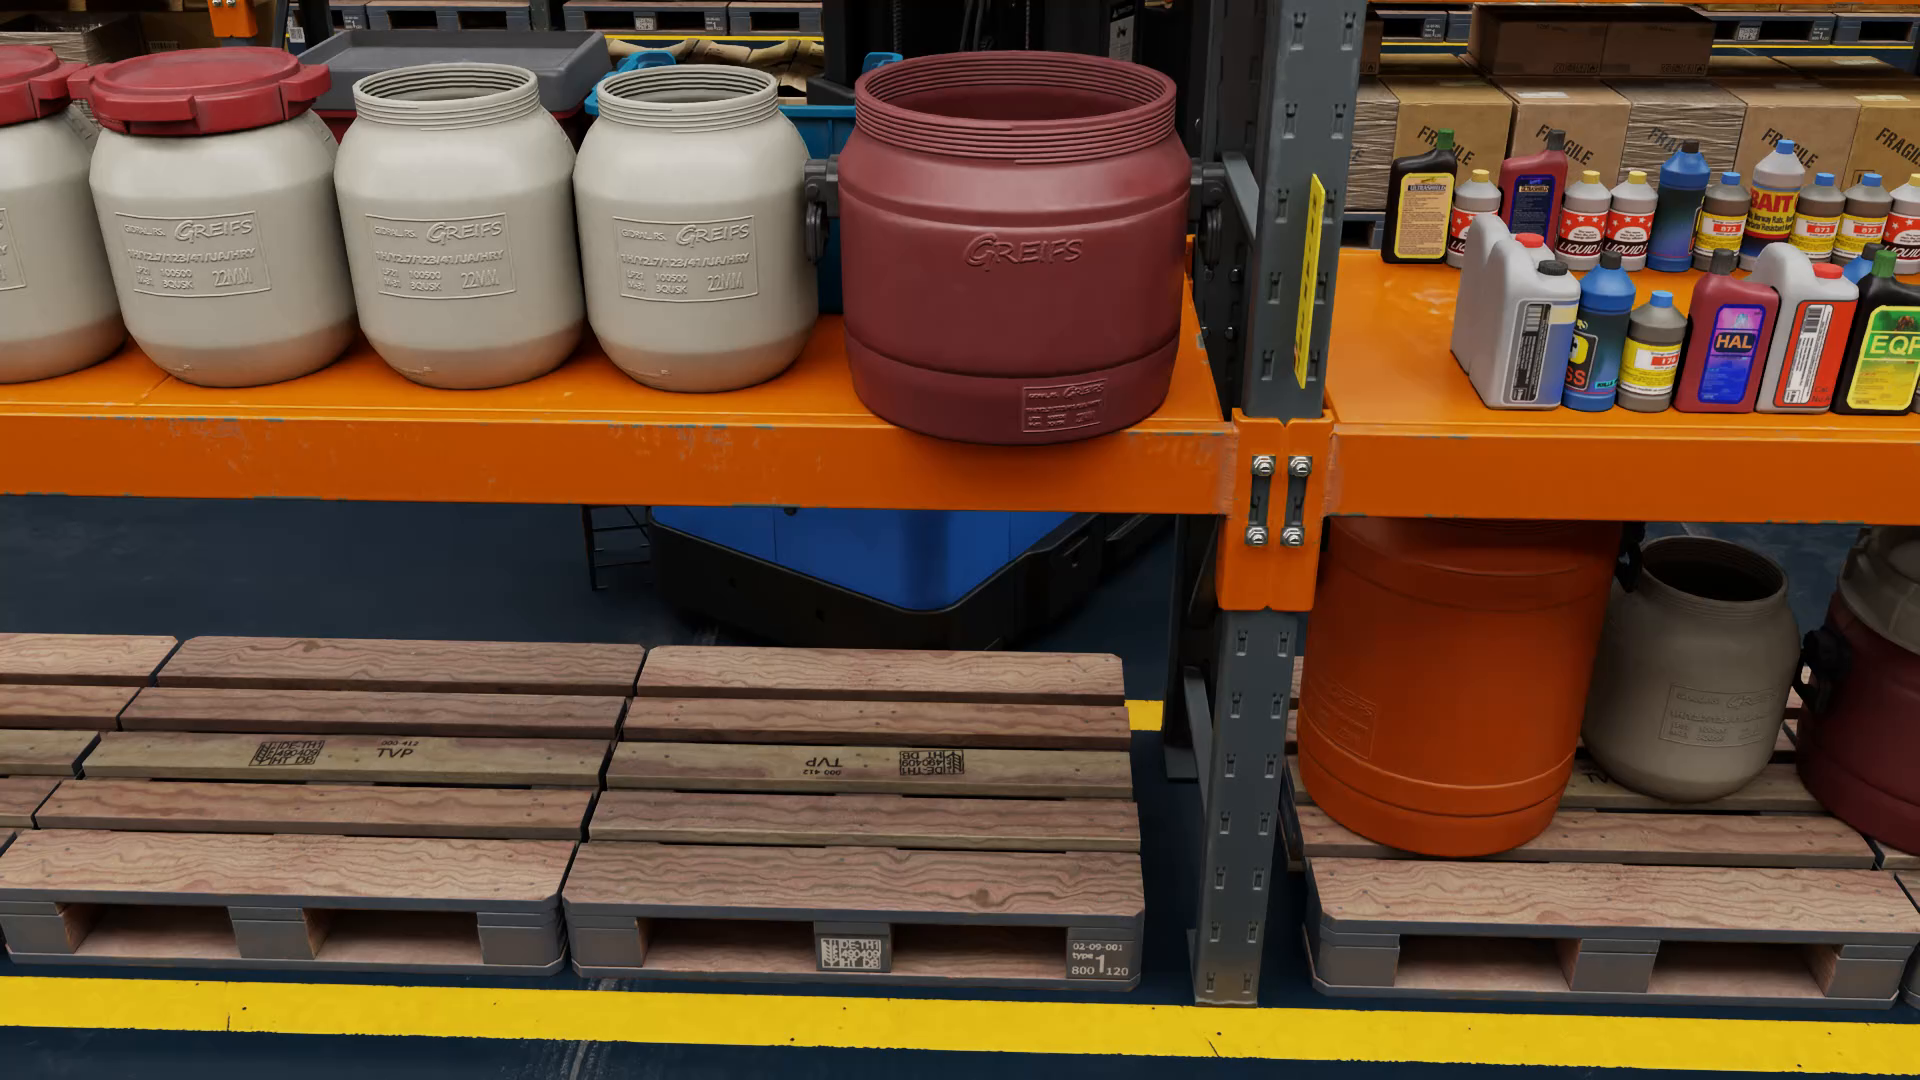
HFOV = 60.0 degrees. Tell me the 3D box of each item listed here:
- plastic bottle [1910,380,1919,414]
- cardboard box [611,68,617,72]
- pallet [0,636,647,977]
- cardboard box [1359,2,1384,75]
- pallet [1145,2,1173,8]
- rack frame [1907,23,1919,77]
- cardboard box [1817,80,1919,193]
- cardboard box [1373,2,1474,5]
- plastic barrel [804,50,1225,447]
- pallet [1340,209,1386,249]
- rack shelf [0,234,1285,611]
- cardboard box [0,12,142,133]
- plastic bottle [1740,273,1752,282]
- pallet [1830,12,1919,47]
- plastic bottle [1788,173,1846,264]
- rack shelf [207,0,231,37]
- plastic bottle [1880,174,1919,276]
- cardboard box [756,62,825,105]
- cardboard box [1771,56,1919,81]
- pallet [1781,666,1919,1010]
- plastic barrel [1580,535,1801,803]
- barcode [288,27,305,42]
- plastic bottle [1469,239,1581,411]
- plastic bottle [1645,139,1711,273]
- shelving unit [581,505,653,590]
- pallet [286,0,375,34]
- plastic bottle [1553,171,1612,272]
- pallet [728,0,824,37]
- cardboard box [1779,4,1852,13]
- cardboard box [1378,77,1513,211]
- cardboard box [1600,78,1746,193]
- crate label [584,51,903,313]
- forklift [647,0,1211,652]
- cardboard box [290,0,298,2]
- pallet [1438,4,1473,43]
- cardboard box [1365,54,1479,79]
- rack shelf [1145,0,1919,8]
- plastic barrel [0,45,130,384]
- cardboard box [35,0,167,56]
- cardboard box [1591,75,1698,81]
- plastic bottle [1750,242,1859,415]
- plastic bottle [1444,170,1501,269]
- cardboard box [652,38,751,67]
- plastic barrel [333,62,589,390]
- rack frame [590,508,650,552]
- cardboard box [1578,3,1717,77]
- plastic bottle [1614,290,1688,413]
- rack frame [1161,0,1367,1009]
[{"bbox_3d":[1.698,-0.323,2.869,0.097,0.201,0.097,0,28,0],"label":"plastic bottle"},{"bbox_3d":[-1.831,-2.055,7.813,0.500,0.311,0.500,0,28,0],"label":"cardboard box"},{"bbox_3d":[-1.423,0.586,3.920,1.213,0.211,1.003,1,28,2],"label":"pallet"},{"bbox_3d":[1.744,-2.429,8.029,0.500,0.250,0.500,2,28,4],"label":"cardboard box"},{"bbox_3d":[1.701,-3.951,12.478,1.213,0.211,1.003,1,28,2],"label":"pallet"},{"bbox_3d":[4.742,-2.846,7.417,0.127,3.000,1.000,1,28,2],"label":"rack frame"},{"bbox_3d":[4.239,-1.810,7.662,0.500,0.500,0.500,1,28,2],"label":"cardboard box"},{"bbox_3d":[3.371,-4.364,12.127,0.750,0.750,0.750,2,28,3],"label":"cardboard box"},{"bbox_3d":[0.092,-0.520,2.883,0.708,0.536,0.600,1,28,2],"label":"plastic barrel"},{"bbox_3d":[1.490,-1.650,8.138,1.213,0.211,1.003,1,28,2],"label":"pallet"},{"bbox_3d":[-1.433,-0.309,3.399,4.000,0.370,1.077,1,28,2],"label":"rack shelf"},{"bbox_3d":[-4.223,-2.200,7.884,0.500,0.500,0.500,1,28,2],"label":"cardboard box"},{"bbox_3d":[1.435,-0.399,3.012,0.097,0.201,0.097,0,28,0],"label":"plastic bottle"},{"bbox_3d":[6.893,-3.865,12.316,1.213,0.211,1.003,1,28,2],"label":"pallet"},{"bbox_3d":[1.817,-0.677,3.537,0.097,0.201,0.097,0,28,0],"label":"plastic bottle"},{"bbox_3d":[-5.252,-2.694,7.897,4.000,0.370,1.077,1,28,2],"label":"rack shelf"},{"bbox_3d":[2.012,-0.674,3.531,0.097,0.201,0.097,0,28,0],"label":"plastic bottle"},{"bbox_3d":[-0.811,-2.040,7.784,0.500,0.311,0.500,1,28,1],"label":"cardboard box"},{"bbox_3d":[4.267,-2.058,8.130,0.500,0.500,0.500,0,28,-1],"label":"cardboard box"},{"bbox_3d":[2.572,0.653,3.793,1.213,0.211,1.003,1,28,2],"label":"pallet"},{"bbox_3d":[1.623,0.287,3.714,0.421,0.512,0.421,0,28,0],"label":"plastic barrel"},{"bbox_3d":[-3.012,-2.294,7.548,0.075,0.075,0.001,1,28,2],"label":"barcode"},{"bbox_3d":[0.987,-0.381,2.898,0.135,0.276,0.152,1,28,2],"label":"plastic bottle"},{"bbox_3d":[1.525,-0.713,3.529,0.097,0.271,0.097,0,28,0],"label":"plastic bottle"},{"bbox_3d":[-1.030,-0.381,4.848,0.215,1.050,0.252,-6,28,-11],"label":"shelving unit"},{"bbox_3d":[-4.977,-4.079,12.719,1.213,0.211,1.003,1,28,2],"label":"pallet"},{"bbox_3d":[1.331,-0.685,3.552,0.097,0.201,0.097,0,28,0],"label":"plastic bottle"},{"bbox_3d":[-1.081,-4.034,12.635,1.213,0.211,1.003,1,28,2],"label":"pallet"},{"bbox_3d":[6.159,-4.176,12.146,0.500,0.500,0.700,1,28,1],"label":"cardboard box"},{"bbox_3d":[2.214,-1.845,7.726,0.500,0.500,0.500,1,28,1],"label":"cardboard box"},{"bbox_3d":[3.244,-1.831,7.701,0.500,0.500,0.500,1,28,2],"label":"cardboard box"},{"bbox_3d":[-0.417,-0.753,3.430,0.616,0.435,0.502,1,28,2],"label":"crate label"},{"bbox_3d":[0.349,-1.537,5.021,1.130,2.935,3.031,18,33,30],"label":"forklift"},{"bbox_3d":[-5.090,-4.355,12.462,0.500,0.500,0.700,-1,28,-1],"label":"cardboard box"},{"bbox_3d":[4.140,-3.911,12.402,1.213,0.211,1.003,1,28,2],"label":"pallet"},{"bbox_3d":[2.205,-2.088,8.186,0.500,0.500,0.500,0,28,0],"label":"cardboard box"},{"bbox_3d":[2.744,-2.562,7.648,4.000,0.370,1.077,1,28,2],"label":"rack shelf"},{"bbox_3d":[-1.750,-0.590,3.015,0.433,0.535,0.433,0,28,0],"label":"plastic barrel"},{"bbox_3d":[-4.205,-2.439,8.336,0.500,0.500,0.500,1,28,2],"label":"cardboard box"},{"bbox_3d":[3.235,-2.074,8.159,0.500,0.500,0.500,1,28,2],"label":"cardboard box"},{"bbox_3d":[1.450,-0.373,2.884,0.135,0.276,0.152,1,28,2],"label":"plastic bottle"},{"bbox_3d":[1.100,-0.689,3.559,0.097,0.201,0.097,0,28,0],"label":"plastic bottle"},{"bbox_3d":[-1.317,-2.300,8.274,0.500,0.311,0.500,1,28,1],"label":"cardboard box"},{"bbox_3d":[-0.890,-0.567,2.999,0.421,0.512,0.421,0,28,0],"label":"plastic barrel"},{"bbox_3d":[-1.056,-0.437,4.954,0.200,1.050,0.008,-6,28,-11],"label":"rack frame"},{"bbox_3d":[3.268,-2.406,7.985,0.500,0.250,0.500,1,28,2],"label":"cardboard box"},{"bbox_3d":[1.199,-0.332,2.885,0.097,0.201,0.097,0,28,0],"label":"plastic bottle"},{"bbox_3d":[0.566,-0.594,3.168,0.127,3.000,1.000,1,28,2],"label":"rack frame"}]
